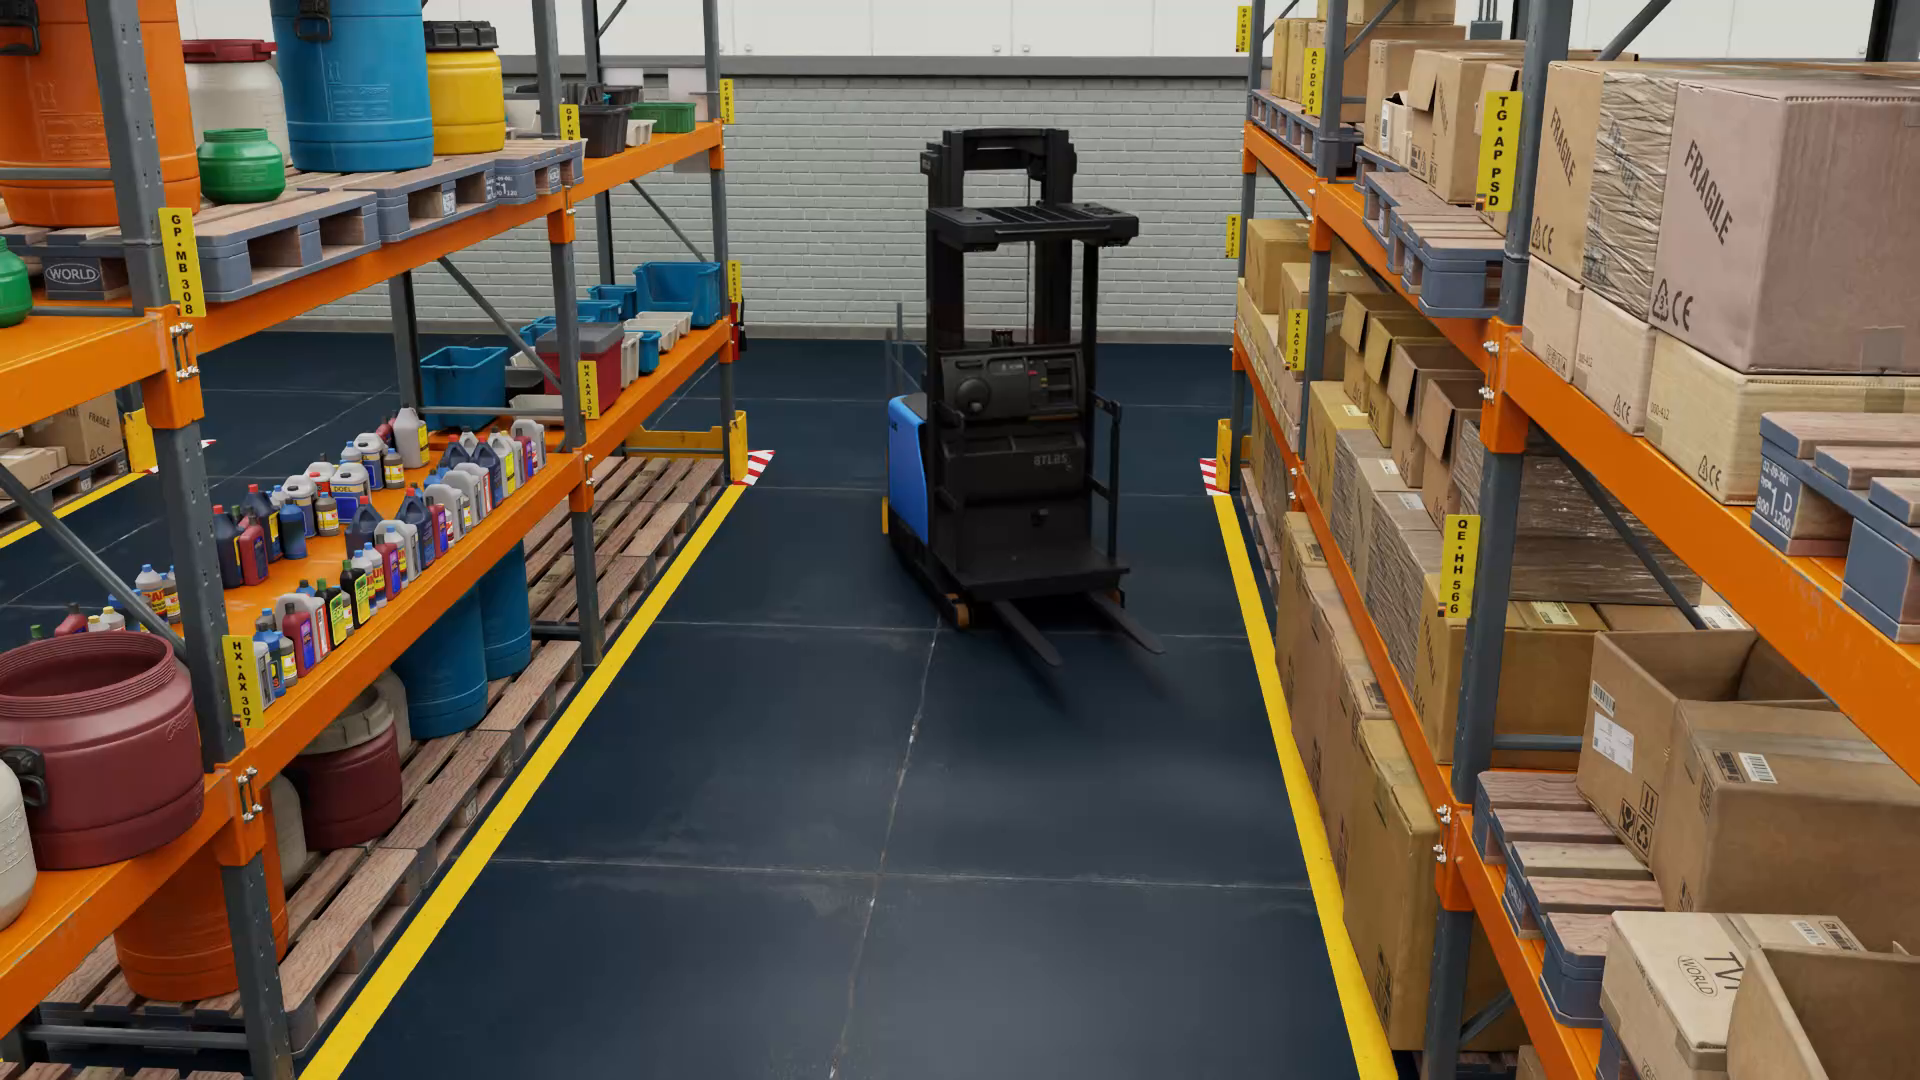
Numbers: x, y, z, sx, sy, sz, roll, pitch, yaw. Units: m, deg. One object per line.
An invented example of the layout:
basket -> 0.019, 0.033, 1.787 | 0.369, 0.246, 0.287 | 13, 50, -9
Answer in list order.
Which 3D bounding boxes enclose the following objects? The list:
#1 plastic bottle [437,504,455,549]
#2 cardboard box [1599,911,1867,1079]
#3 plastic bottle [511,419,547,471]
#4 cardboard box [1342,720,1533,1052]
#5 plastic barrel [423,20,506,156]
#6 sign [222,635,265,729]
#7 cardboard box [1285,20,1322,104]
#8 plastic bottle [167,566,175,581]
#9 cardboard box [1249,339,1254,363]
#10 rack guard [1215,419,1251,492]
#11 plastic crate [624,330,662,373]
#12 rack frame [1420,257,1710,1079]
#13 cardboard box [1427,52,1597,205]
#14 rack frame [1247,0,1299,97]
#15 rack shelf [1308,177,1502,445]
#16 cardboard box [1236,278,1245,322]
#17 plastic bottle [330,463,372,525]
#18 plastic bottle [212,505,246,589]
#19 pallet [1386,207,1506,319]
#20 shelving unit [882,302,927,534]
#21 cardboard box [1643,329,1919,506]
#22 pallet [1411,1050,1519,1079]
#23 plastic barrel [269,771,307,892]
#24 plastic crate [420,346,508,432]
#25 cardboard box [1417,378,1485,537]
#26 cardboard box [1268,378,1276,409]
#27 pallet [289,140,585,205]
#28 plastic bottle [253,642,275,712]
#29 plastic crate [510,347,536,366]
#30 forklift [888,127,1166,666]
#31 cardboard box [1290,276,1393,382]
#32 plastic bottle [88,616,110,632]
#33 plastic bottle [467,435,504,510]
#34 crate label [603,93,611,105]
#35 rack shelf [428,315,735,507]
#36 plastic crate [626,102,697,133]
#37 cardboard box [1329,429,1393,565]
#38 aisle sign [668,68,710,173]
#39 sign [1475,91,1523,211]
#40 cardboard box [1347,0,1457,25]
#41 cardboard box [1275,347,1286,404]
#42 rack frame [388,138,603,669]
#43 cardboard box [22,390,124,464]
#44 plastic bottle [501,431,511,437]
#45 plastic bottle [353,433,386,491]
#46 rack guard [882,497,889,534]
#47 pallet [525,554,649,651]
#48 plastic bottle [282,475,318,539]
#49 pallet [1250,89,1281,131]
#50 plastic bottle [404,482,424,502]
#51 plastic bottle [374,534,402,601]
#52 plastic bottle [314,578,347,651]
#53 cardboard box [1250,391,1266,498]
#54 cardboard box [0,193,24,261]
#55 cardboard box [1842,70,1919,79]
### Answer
plastic bottle -> -2.376, -0.066, 7.625 | 0.097, 0.201, 0.097 | 0, 18, 0
cardboard box -> 1.703, 1.030, 3.529 | 0.500, 0.250, 0.500 | 1, 18, 2
plastic bottle -> -2.307, -0.522, 8.897 | 0.152, 0.276, 0.135 | 1, 18, 4
cardboard box -> 2.123, 1.239, 6.063 | 1.225, 0.875, 0.875 | 0, 18, 1
plastic barrel -> -2.464, -2.137, 7.832 | 0.600, 0.588, 0.600 | 0, 18, 0
sign -> -2.338, 0.465, 5.426 | 0.100, 0.325, 0.005 | 1, 18, 4
cardboard box -> 2.493, -3.066, 10.648 | 0.700, 0.500, 0.500 | 0, 18, 0
plastic bottle -> -3.199, 0.203, 6.806 | 0.097, 0.201, 0.097 | 0, 18, 0
cardboard box -> 2.200, -1.300, 11.478 | 0.380, 0.149, 0.250 | 1, 18, 3
rack guard -> 2.628, -0.662, 13.139 | 1.175, 0.500, 0.348 | 1, 18, 4
plastic crate -> -2.206, -1.258, 11.117 | 0.416, 0.233, 0.300 | 1, 18, 4
rack frame -> 2.053, 0.643, 5.144 | 1.000, 3.000, 0.127 | 1, 18, 4
cardboard box -> 1.999, -1.491, 6.004 | 0.500, 0.500, 0.500 | 2, 18, 7
rack frame -> 2.626, -4.693, 11.793 | 1.000, 3.000, 0.127 | 1, 18, 4
rack shelf -> 2.196, -1.062, 6.685 | 1.077, 0.370, 4.000 | 1, 18, 4
cardboard box -> 2.322, -1.769, 12.268 | 0.500, 0.250, 0.500 | 1, 18, 2
plastic bottle -> -2.929, -0.225, 7.992 | 0.152, 0.276, 0.135 | 1, 18, 4
plastic bottle -> -3.149, 0.017, 7.133 | 0.144, 0.351, 0.185 | 1, 18, 4
pallet -> 2.046, -0.894, 5.321 | 1.213, 0.211, 1.003 | 2, 18, 6
shelving unit -> -0.250, -0.925, 12.337 | 0.587, 1.500, 1.083 | 1, 18, 2
cardboard box -> 1.701, -0.252, 3.298 | 0.500, 0.250, 0.500 | 2, 18, 5
pallet -> 2.184, 1.725, 6.321 | 1.003, 0.211, 1.213 | 1, 18, 4
plastic barrel -> -2.918, 1.185, 6.810 | 0.421, 0.512, 0.421 | 0, 18, 0
plastic crate -> -2.908, -0.884, 9.732 | 0.392, 0.384, 0.575 | 1, 18, 4
cardboard box -> 2.171, -0.311, 6.282 | 0.797, 0.503, 0.637 | 2, 18, 5
cardboard box -> 2.108, -0.902, 10.262 | 0.380, 0.149, 0.250 | 2, 18, 5
pallet -> -2.560, -1.800, 8.086 | 1.213, 0.211, 1.003 | 1, 18, 4
plastic bottle -> -2.534, 0.464, 5.889 | 0.152, 0.276, 0.135 | 1, 18, 4
plastic crate -> -2.776, -1.161, 10.976 | 0.293, 0.136, 0.466 | 1, 18, 4
forklift -> 0.399, -0.976, 10.194 | 1.130, 2.935, 3.031 | -5, 19, -16
cardboard box -> 2.106, -1.175, 9.250 | 0.500, 0.500, 0.500 | 2, 18, 5
plastic bottle -> -3.241, 0.384, 6.252 | 0.097, 0.201, 0.097 | 0, 18, 0
plastic bottle -> -2.354, -0.337, 8.212 | 0.144, 0.351, 0.185 | 1, 18, 4
crate label -> -2.703, -3.028, 11.768 | 0.408, 0.251, 0.502 | 1, 18, 4
rack shelf -> -2.458, -0.989, 11.281 | 1.077, 0.370, 4.000 | 1, 18, 4
plastic crate -> -2.100, -2.965, 11.676 | 0.450, 0.188, 0.336 | 1, 18, 4
cardboard box -> 1.986, -0.198, 7.550 | 0.500, 0.500, 0.500 | 1, 18, 3
aisle sign -> -2.017, -3.204, 12.708 | 0.394, 0.787, 0.004 | 1, 18, 4
sign -> 1.500, -1.081, 4.630 | 0.100, 0.325, 0.005 | 1, 18, 4
cardboard box -> 2.413, -2.968, 9.146 | 0.500, 0.250, 0.500 | 0, 18, 0
cardboard box -> 2.144, -0.973, 9.840 | 0.500, 0.250, 0.500 | 2, 18, 6
rack frame -> -2.601, -0.710, 9.273 | 1.000, 3.000, 0.127 | 1, 18, 4
cardboard box -> -7.048, -0.911, 13.194 | 0.500, 0.500, 0.500 | 1, 18, 4
plastic bottle -> -2.432, -0.483, 8.899 | 0.097, 0.201, 0.097 | 0, 18, 0
plastic bottle -> -3.040, -0.402, 8.533 | 0.152, 0.276, 0.135 | 1, 18, 4
rack guard -> -0.270, -0.176, 12.059 | 0.587, 0.250, 0.087 | 1, 18, 2
pallet -> -2.587, 0.386, 10.407 | 1.003, 0.211, 1.213 | 1, 18, 4
plastic bottle -> -3.097, -0.156, 7.782 | 0.152, 0.276, 0.135 | 1, 18, 4
pallet -> 2.583, -2.995, 11.570 | 1.003, 0.211, 1.213 | 1, 18, 4
plastic bottle -> -2.521, -0.133, 7.717 | 0.097, 0.271, 0.097 | 0, 18, 0
plastic bottle -> -2.406, 0.103, 6.980 | 0.061, 0.283, 0.133 | 1, 18, 4
plastic bottle -> -2.446, 0.276, 6.451 | 0.061, 0.283, 0.133 | 1, 18, 4
cardboard box -> 2.660, -0.831, 12.380 | 0.875, 0.875, 0.875 | 1, 18, 4
cardboard box -> -7.048, -2.286, 12.315 | 0.500, 0.500, 0.500 | 2, 18, 5
cardboard box -> 2.242, -0.755, 3.628 | 0.500, 0.500, 0.500 | 1, 18, 4
